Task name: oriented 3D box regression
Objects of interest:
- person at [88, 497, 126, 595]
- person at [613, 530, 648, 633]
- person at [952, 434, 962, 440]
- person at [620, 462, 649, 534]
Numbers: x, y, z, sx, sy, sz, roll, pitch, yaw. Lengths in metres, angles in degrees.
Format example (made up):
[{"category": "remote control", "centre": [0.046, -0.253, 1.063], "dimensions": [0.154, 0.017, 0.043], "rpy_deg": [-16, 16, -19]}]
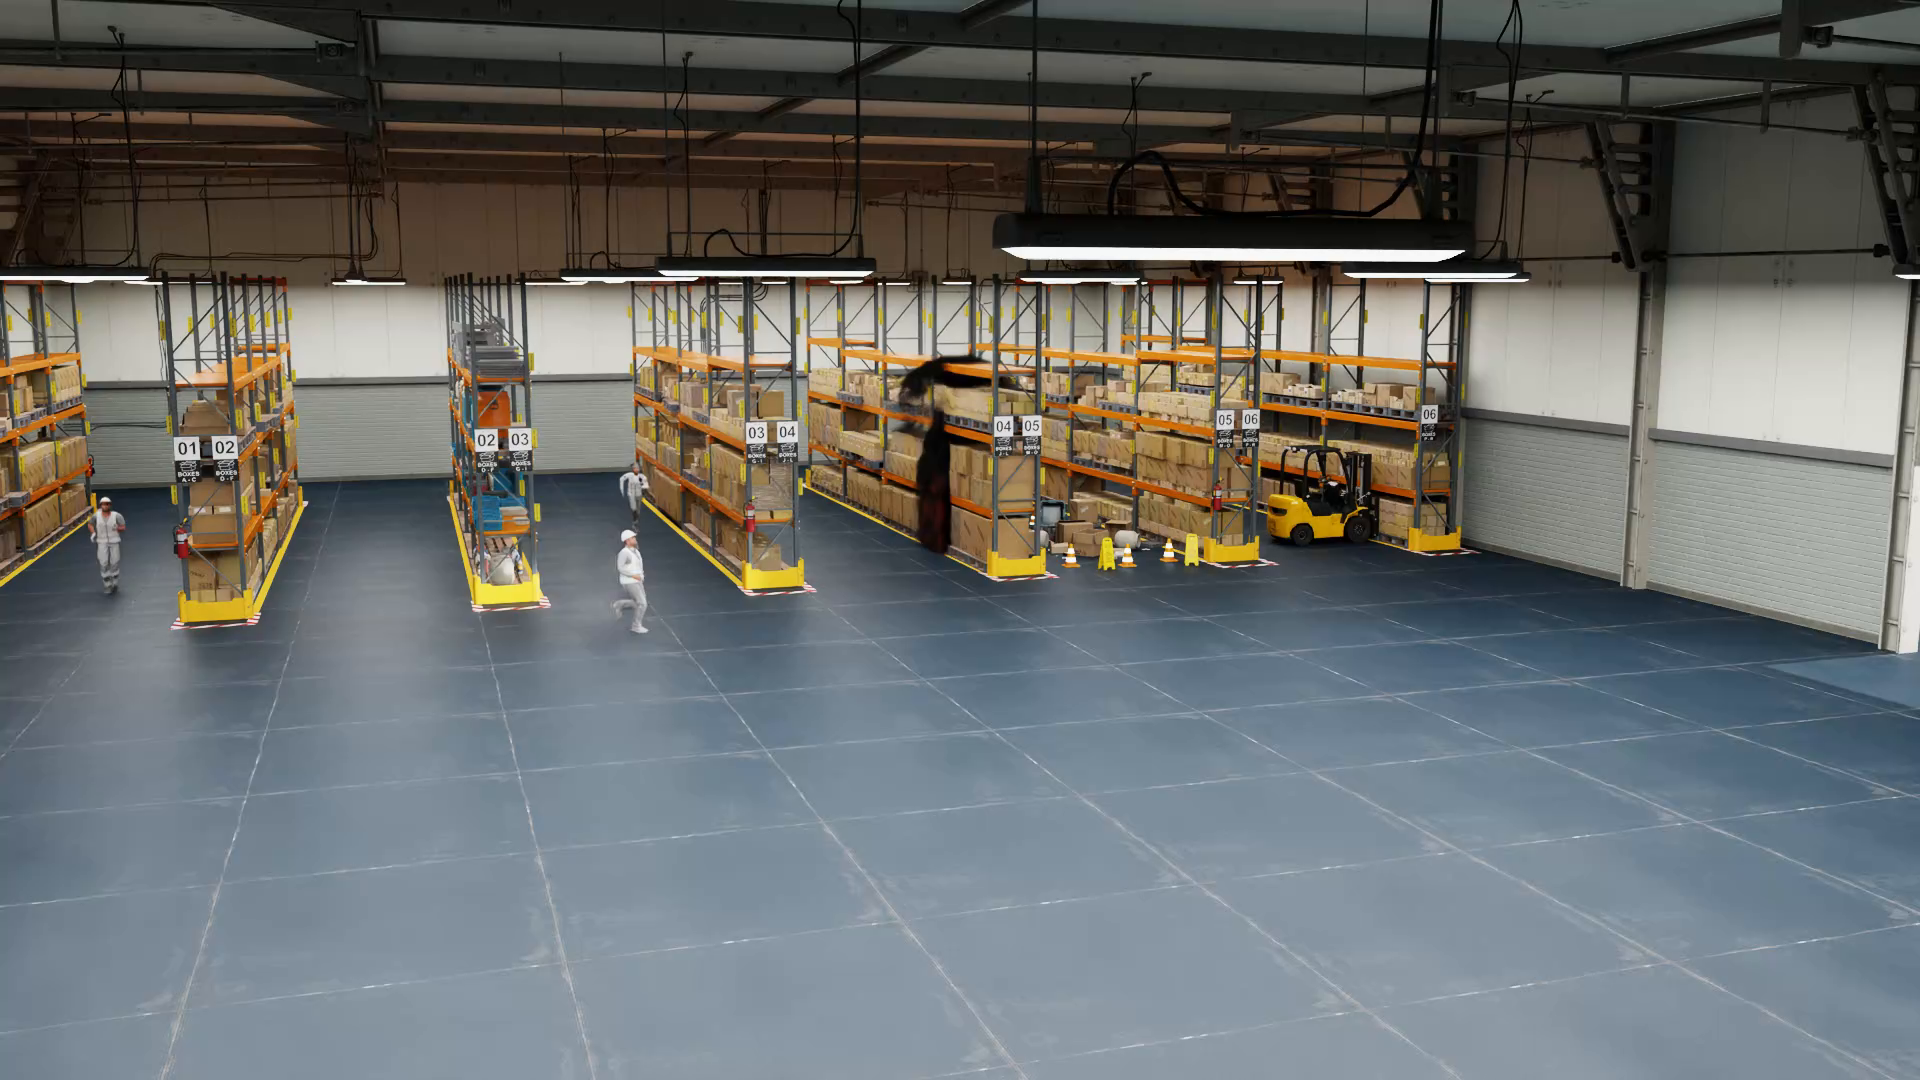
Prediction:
[{"category": "person", "centre": [-16.101, 0.108, 31.444], "dimensions": [0.631, 1.844, 0.735], "rpy_deg": [-4, 10, -27]}, {"category": "person", "centre": [-5.554, 0.691, 27.885], "dimensions": [0.640, 1.729, 0.687], "rpy_deg": [1, 9, 6]}, {"category": "person", "centre": [-0.032, -2.718, 51.285], "dimensions": [0.881, 1.505, 0.575], "rpy_deg": [-2, 9, -10]}, {"category": "person", "centre": [-7.655, -1.007, 39.171], "dimensions": [0.638, 1.693, 0.800], "rpy_deg": [-3, 9, -18]}]
